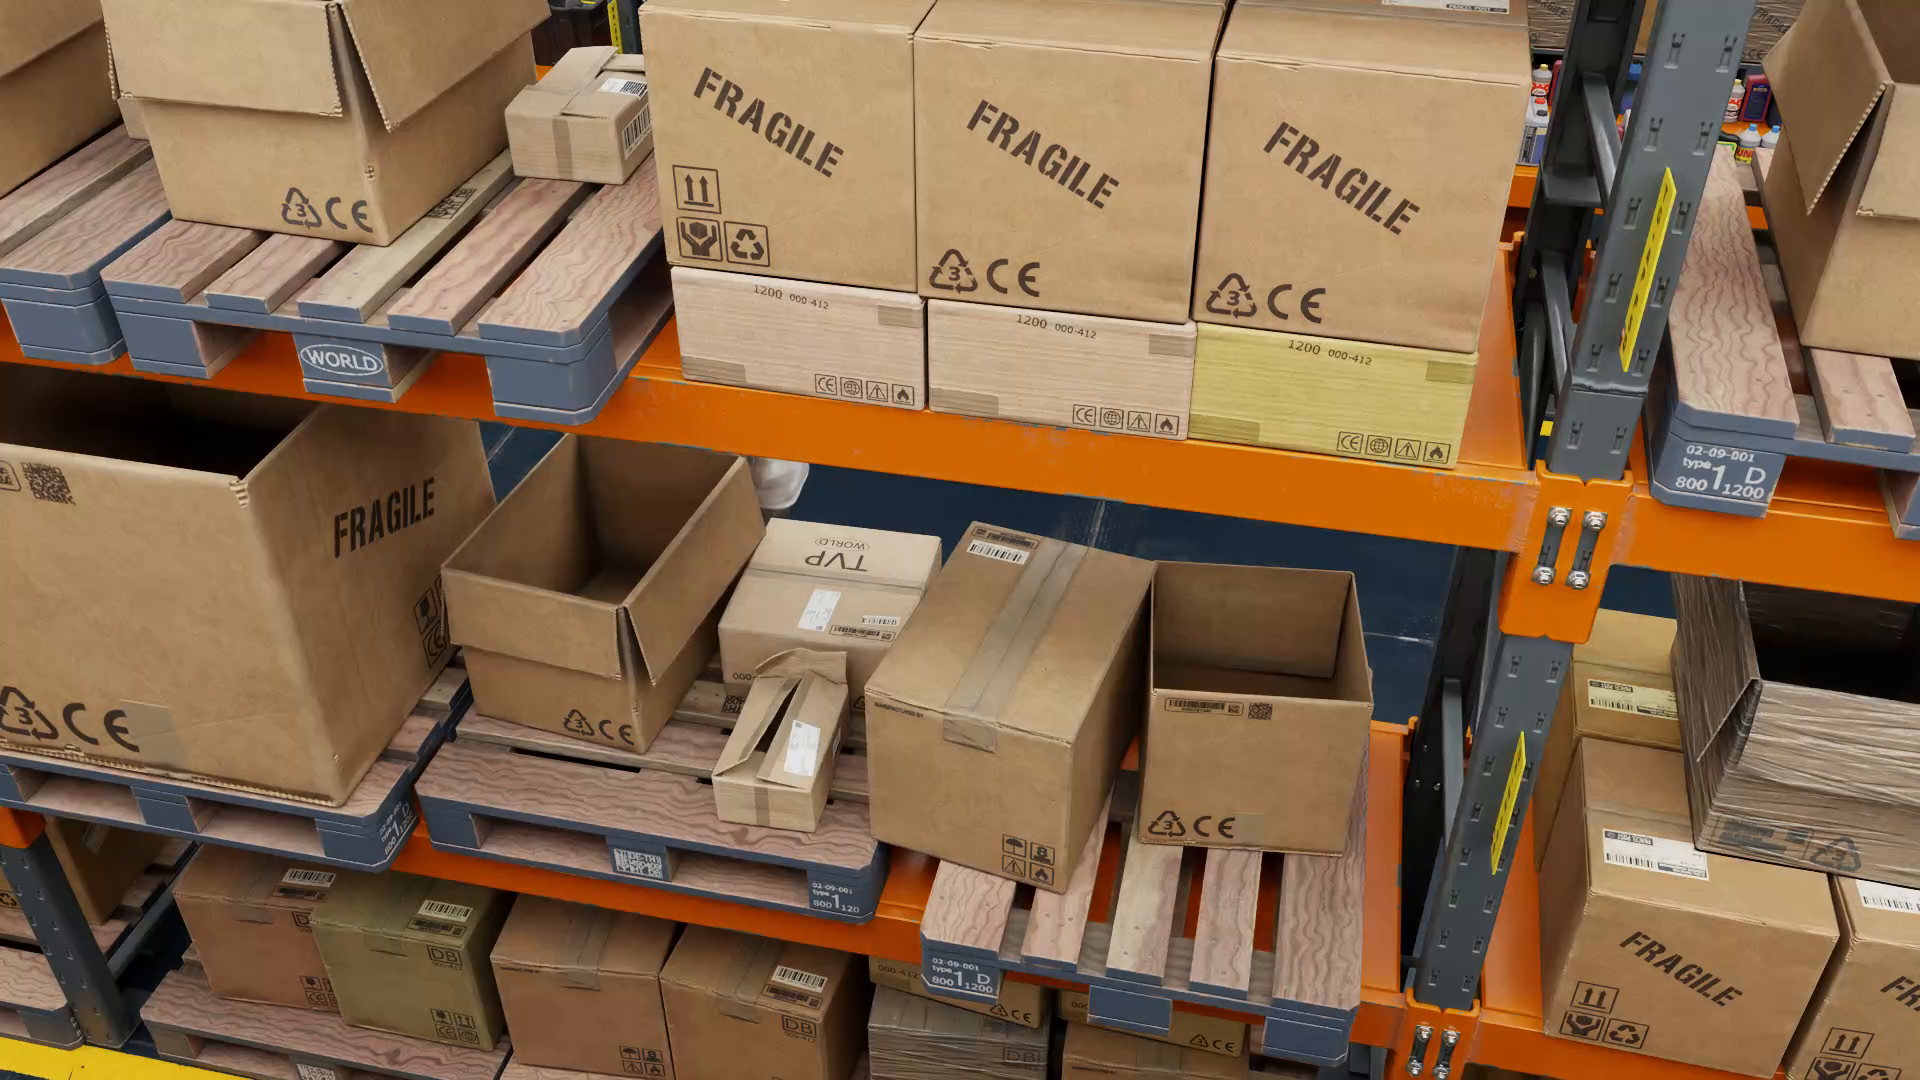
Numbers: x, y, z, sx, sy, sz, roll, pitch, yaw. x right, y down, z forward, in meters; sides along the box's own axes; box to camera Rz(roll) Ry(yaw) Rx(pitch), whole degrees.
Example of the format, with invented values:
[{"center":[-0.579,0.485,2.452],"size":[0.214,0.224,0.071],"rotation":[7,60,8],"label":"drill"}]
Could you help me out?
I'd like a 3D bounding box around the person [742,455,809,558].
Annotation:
[{"center":[-0.790,-0.241,6.448],"size":[0.423,1.777,0.555],"rotation":[7,37,9],"label":"person"}]
